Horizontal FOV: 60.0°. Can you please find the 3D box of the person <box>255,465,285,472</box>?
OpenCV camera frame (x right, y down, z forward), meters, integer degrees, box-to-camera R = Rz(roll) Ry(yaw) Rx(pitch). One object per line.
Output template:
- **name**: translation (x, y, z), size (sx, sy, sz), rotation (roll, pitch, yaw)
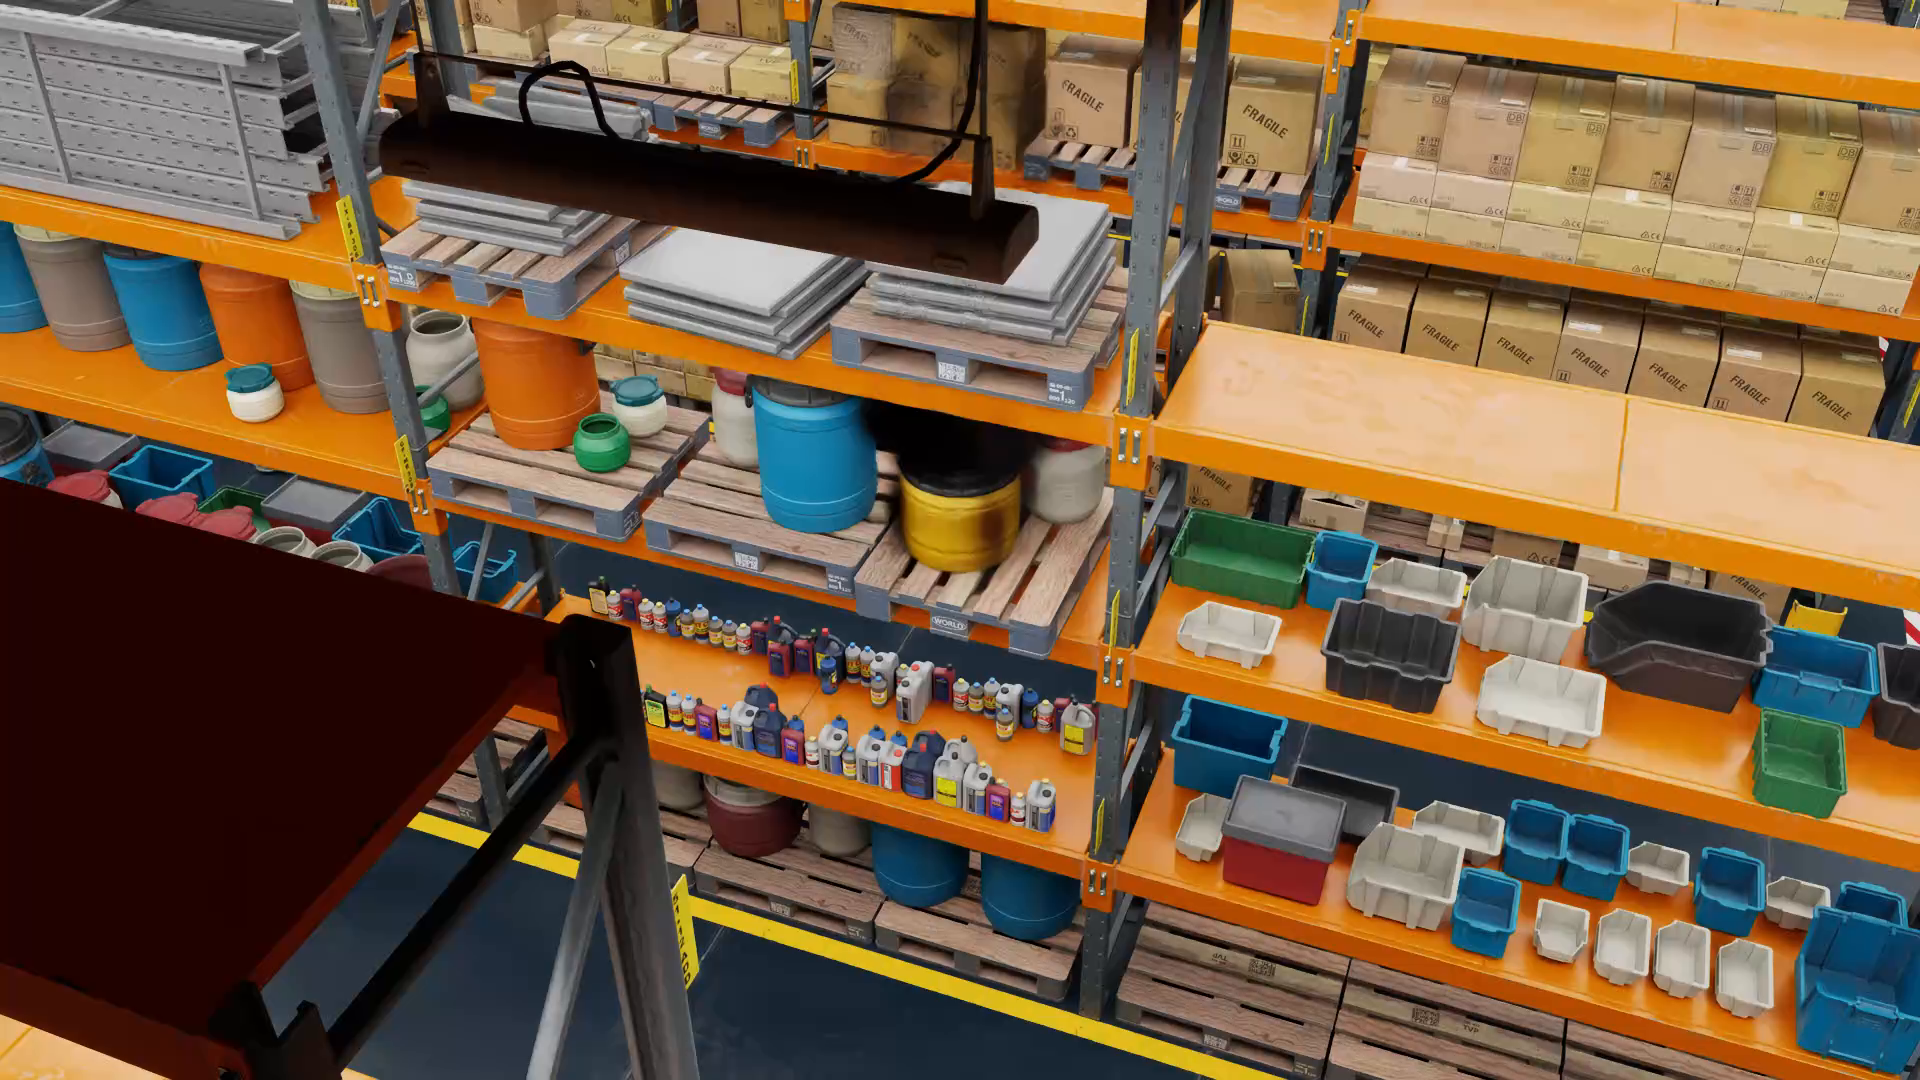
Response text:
- **person**: translation (-5.796, -1.314, 13.745), size (0.763, 1.714, 0.649), rotation (5, 37, 7)
